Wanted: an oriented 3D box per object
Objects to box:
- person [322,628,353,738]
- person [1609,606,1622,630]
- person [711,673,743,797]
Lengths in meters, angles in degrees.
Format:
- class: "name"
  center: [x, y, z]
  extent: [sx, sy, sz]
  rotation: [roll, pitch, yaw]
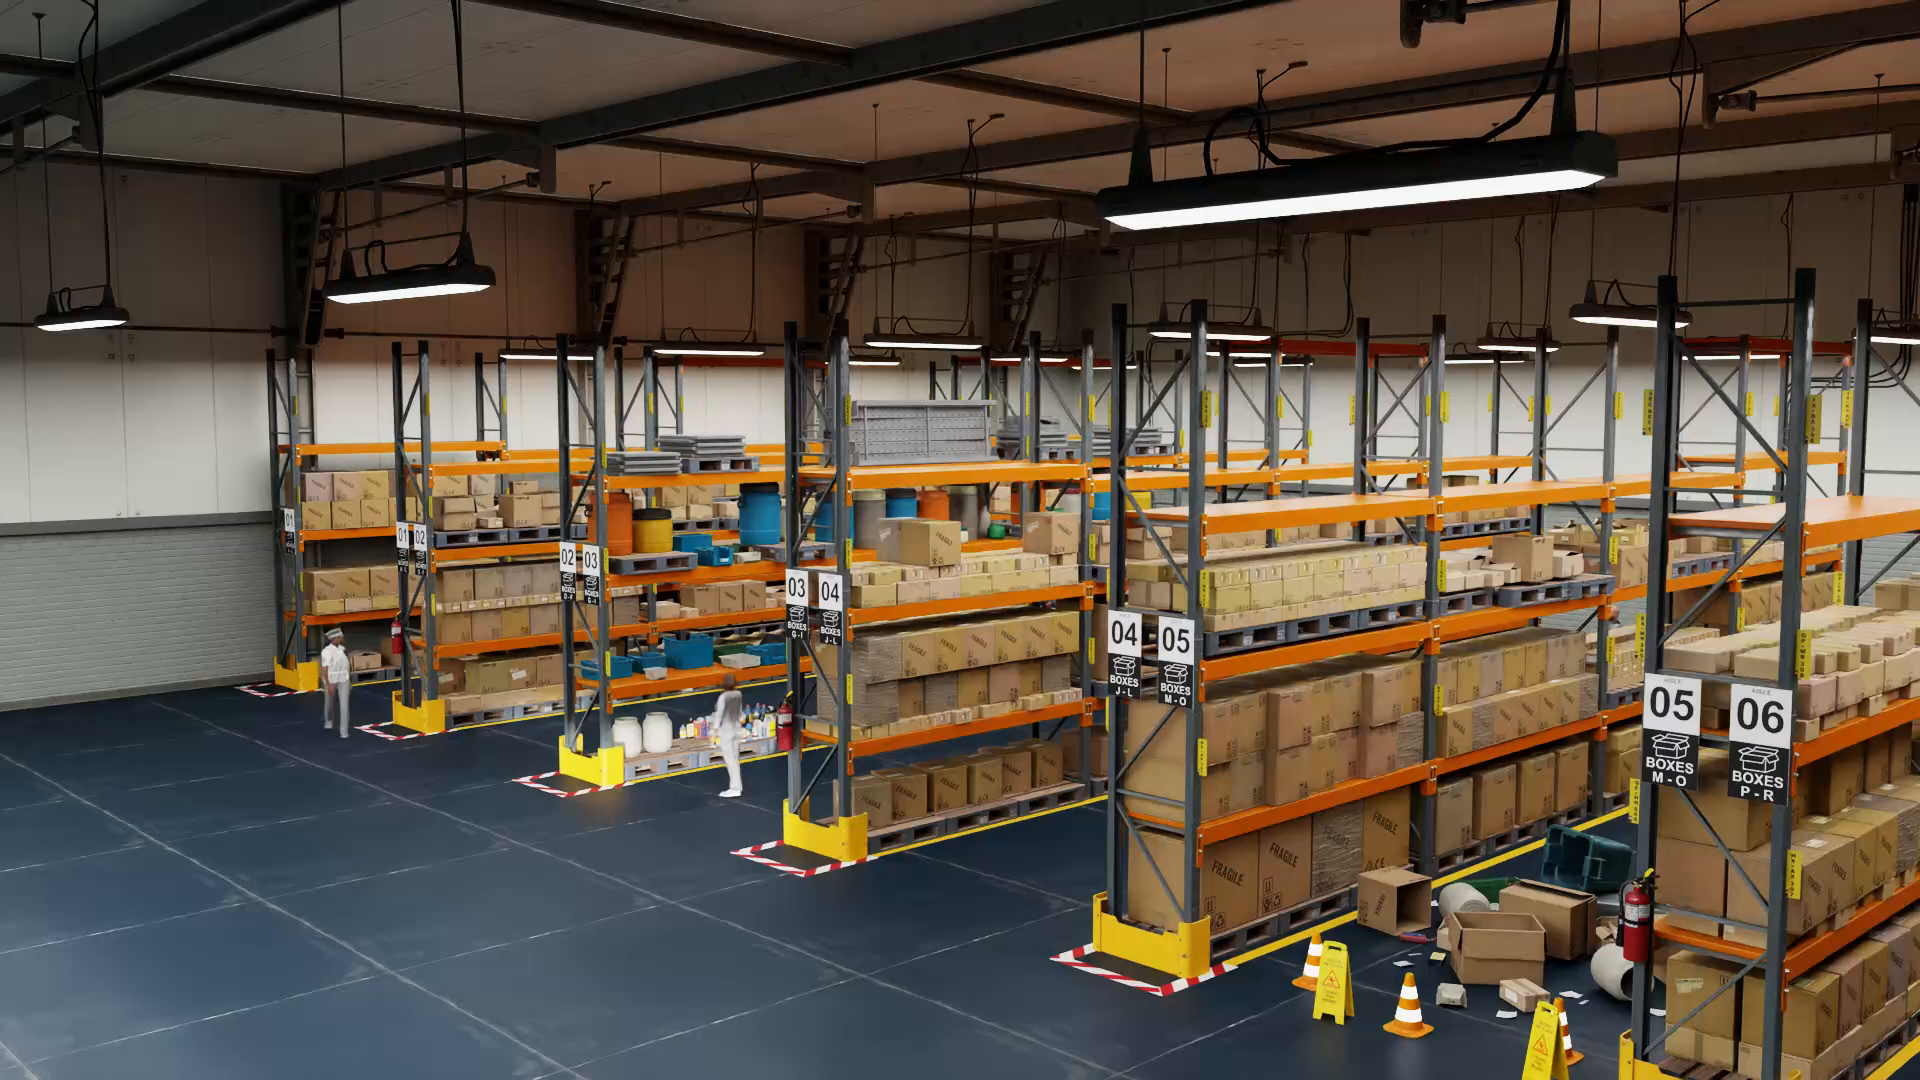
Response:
- class: "person"
  center: [-9.479, 2.148, 25.319]
  extent: [0.430, 1.635, 0.865]
  rotation: [-2, 5, -23]
- class: "person"
  center: [10.700, 1.936, 27.347]
  extent: [0.359, 1.725, 0.559]
  rotation: [2, 6, 26]
- class: "person"
  center: [-2.973, 2.522, 21.427]
  extent: [0.382, 1.622, 0.520]
  rotation: [3, 6, 31]
